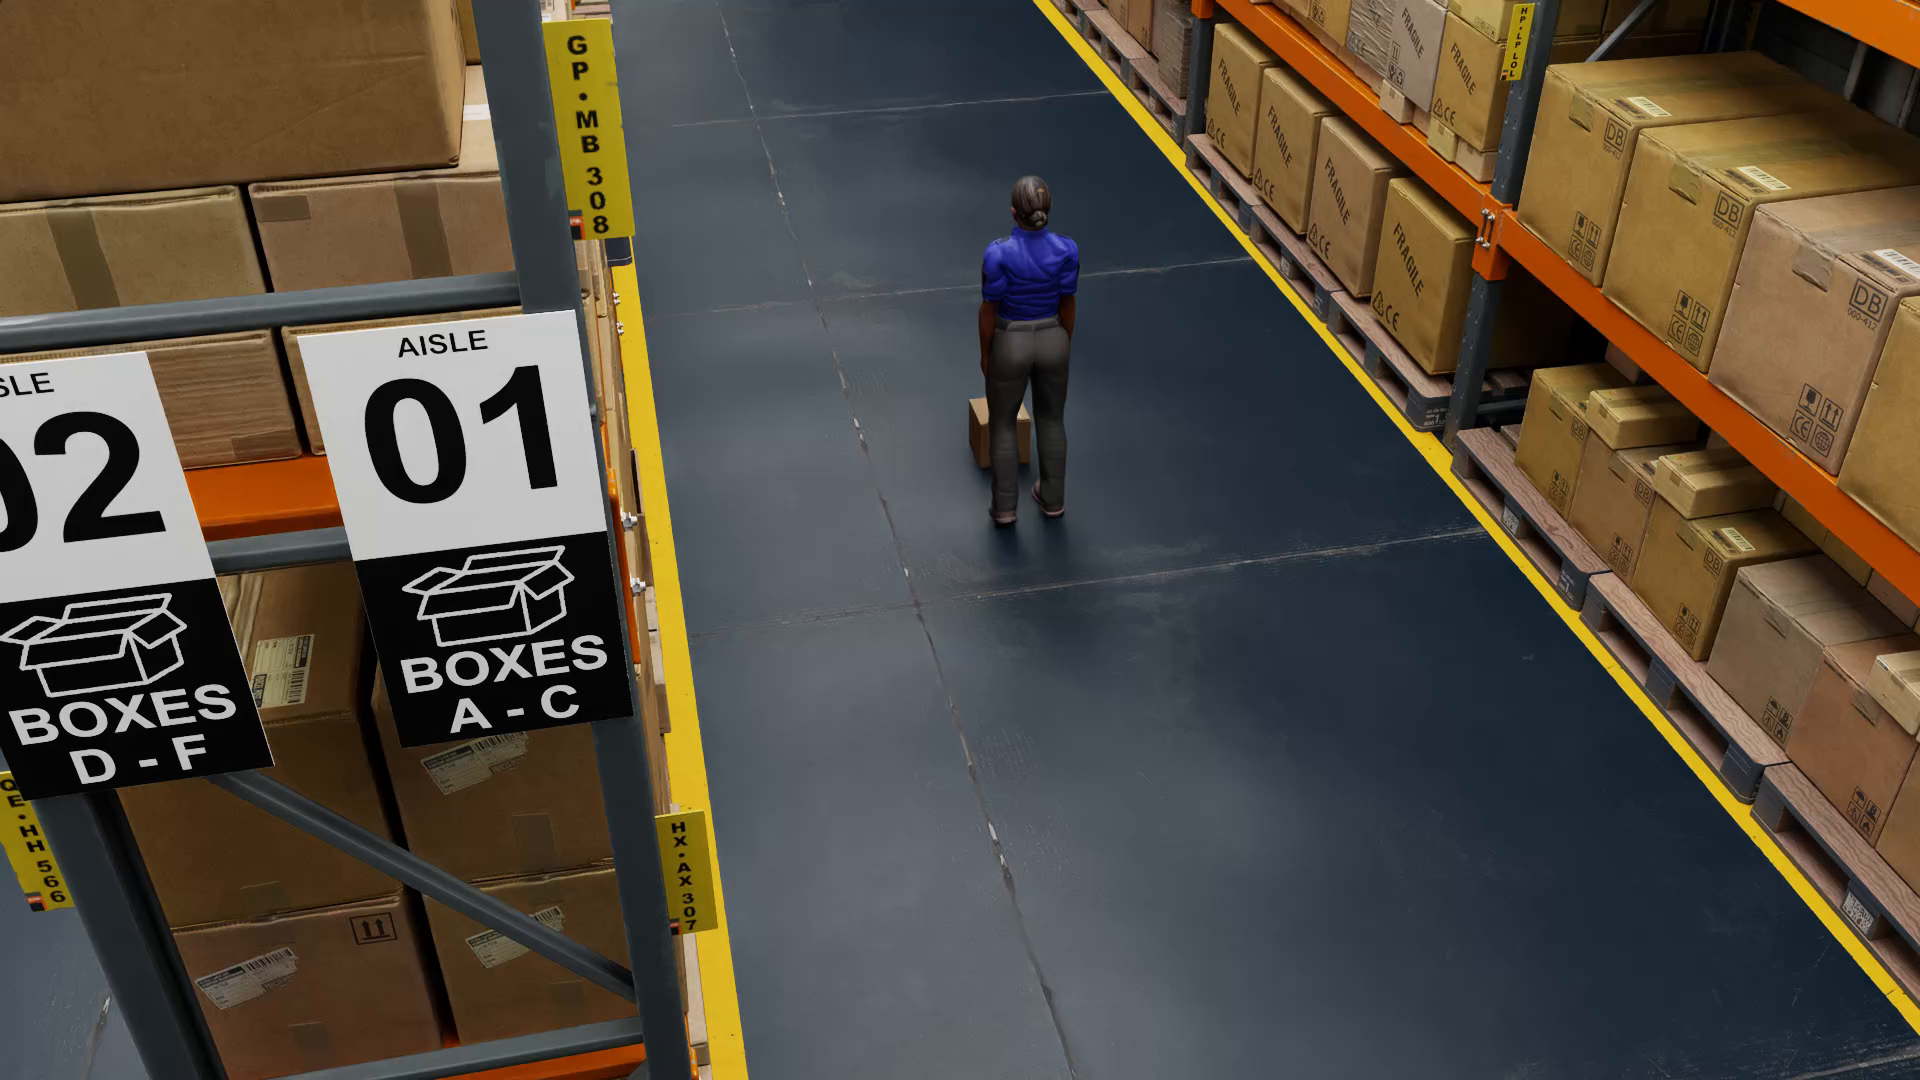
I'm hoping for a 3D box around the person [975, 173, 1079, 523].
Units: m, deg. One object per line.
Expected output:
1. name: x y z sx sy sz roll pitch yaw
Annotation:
1. person: 0.283 -0.819 7.369 0.443 1.639 0.313 -7 35 -9
